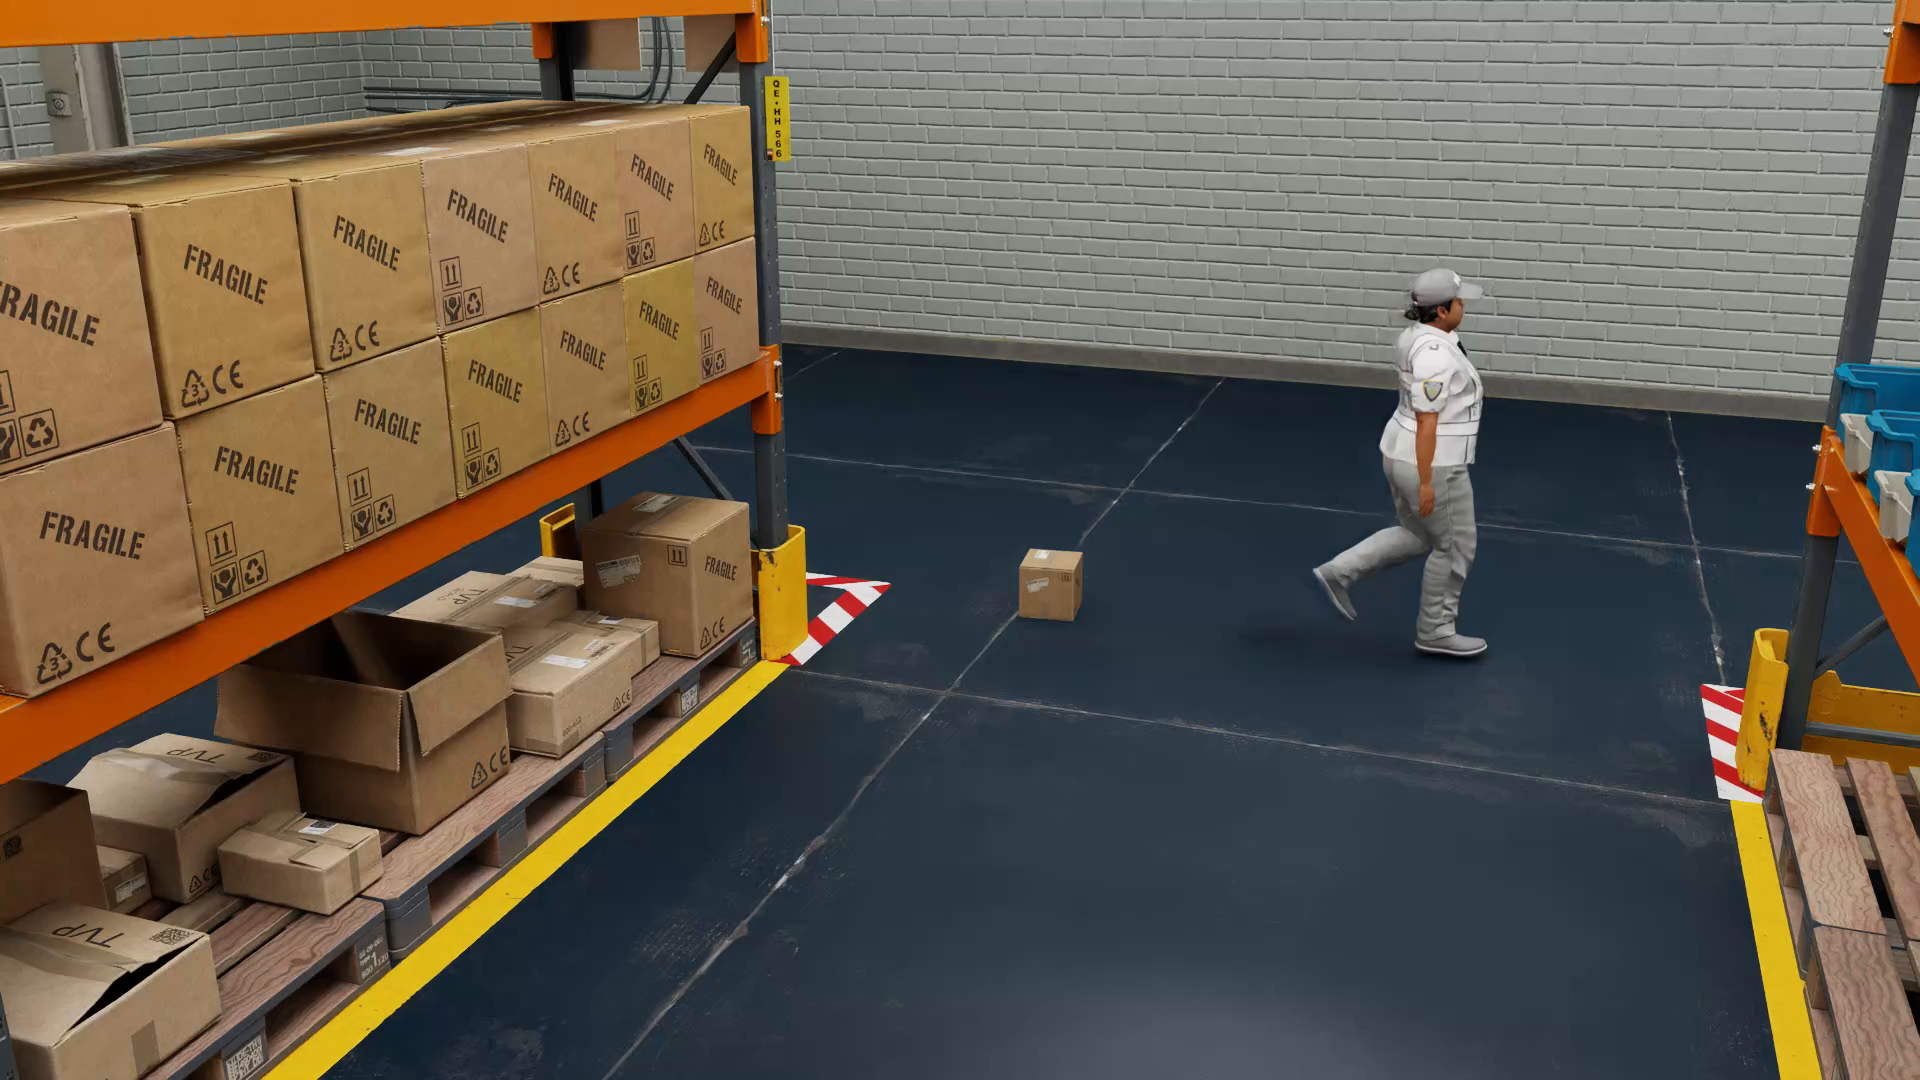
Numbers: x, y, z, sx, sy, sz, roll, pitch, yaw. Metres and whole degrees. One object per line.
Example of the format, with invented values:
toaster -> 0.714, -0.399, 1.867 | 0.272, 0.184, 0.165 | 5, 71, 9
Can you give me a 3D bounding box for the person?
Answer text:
person -> 1.900, -0.325, 6.964 | 0.727, 1.636, 0.482 | 1, 19, 3
